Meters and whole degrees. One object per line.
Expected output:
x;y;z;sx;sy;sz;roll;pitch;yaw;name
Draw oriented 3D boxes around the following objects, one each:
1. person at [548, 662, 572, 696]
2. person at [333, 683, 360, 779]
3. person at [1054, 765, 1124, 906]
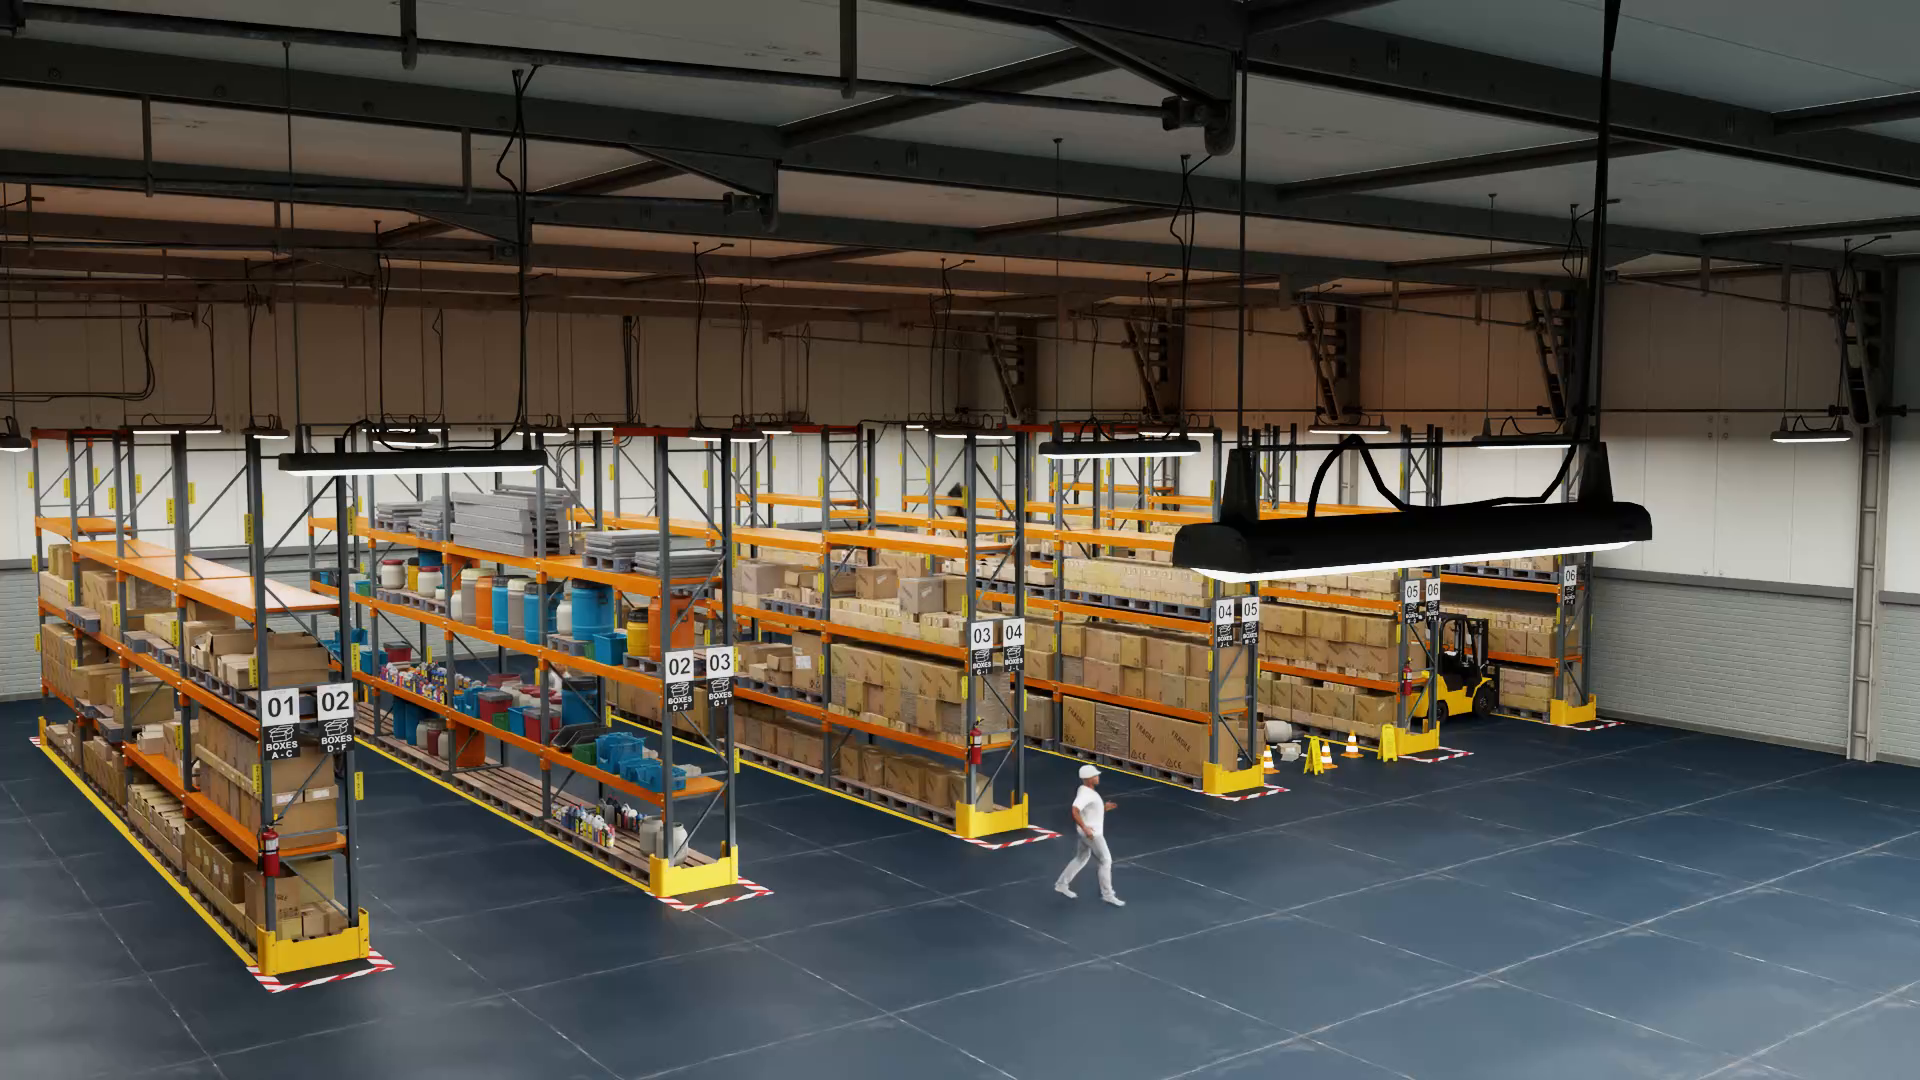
-7.405;3.044;30.768;0.692;1.747;0.651;4;6;45;person
-10.682;3.270;28.596;0.694;1.677;0.679;-3;5;-34;person
1.653;3.765;21.228;0.884;1.802;0.686;0;5;-6;person
